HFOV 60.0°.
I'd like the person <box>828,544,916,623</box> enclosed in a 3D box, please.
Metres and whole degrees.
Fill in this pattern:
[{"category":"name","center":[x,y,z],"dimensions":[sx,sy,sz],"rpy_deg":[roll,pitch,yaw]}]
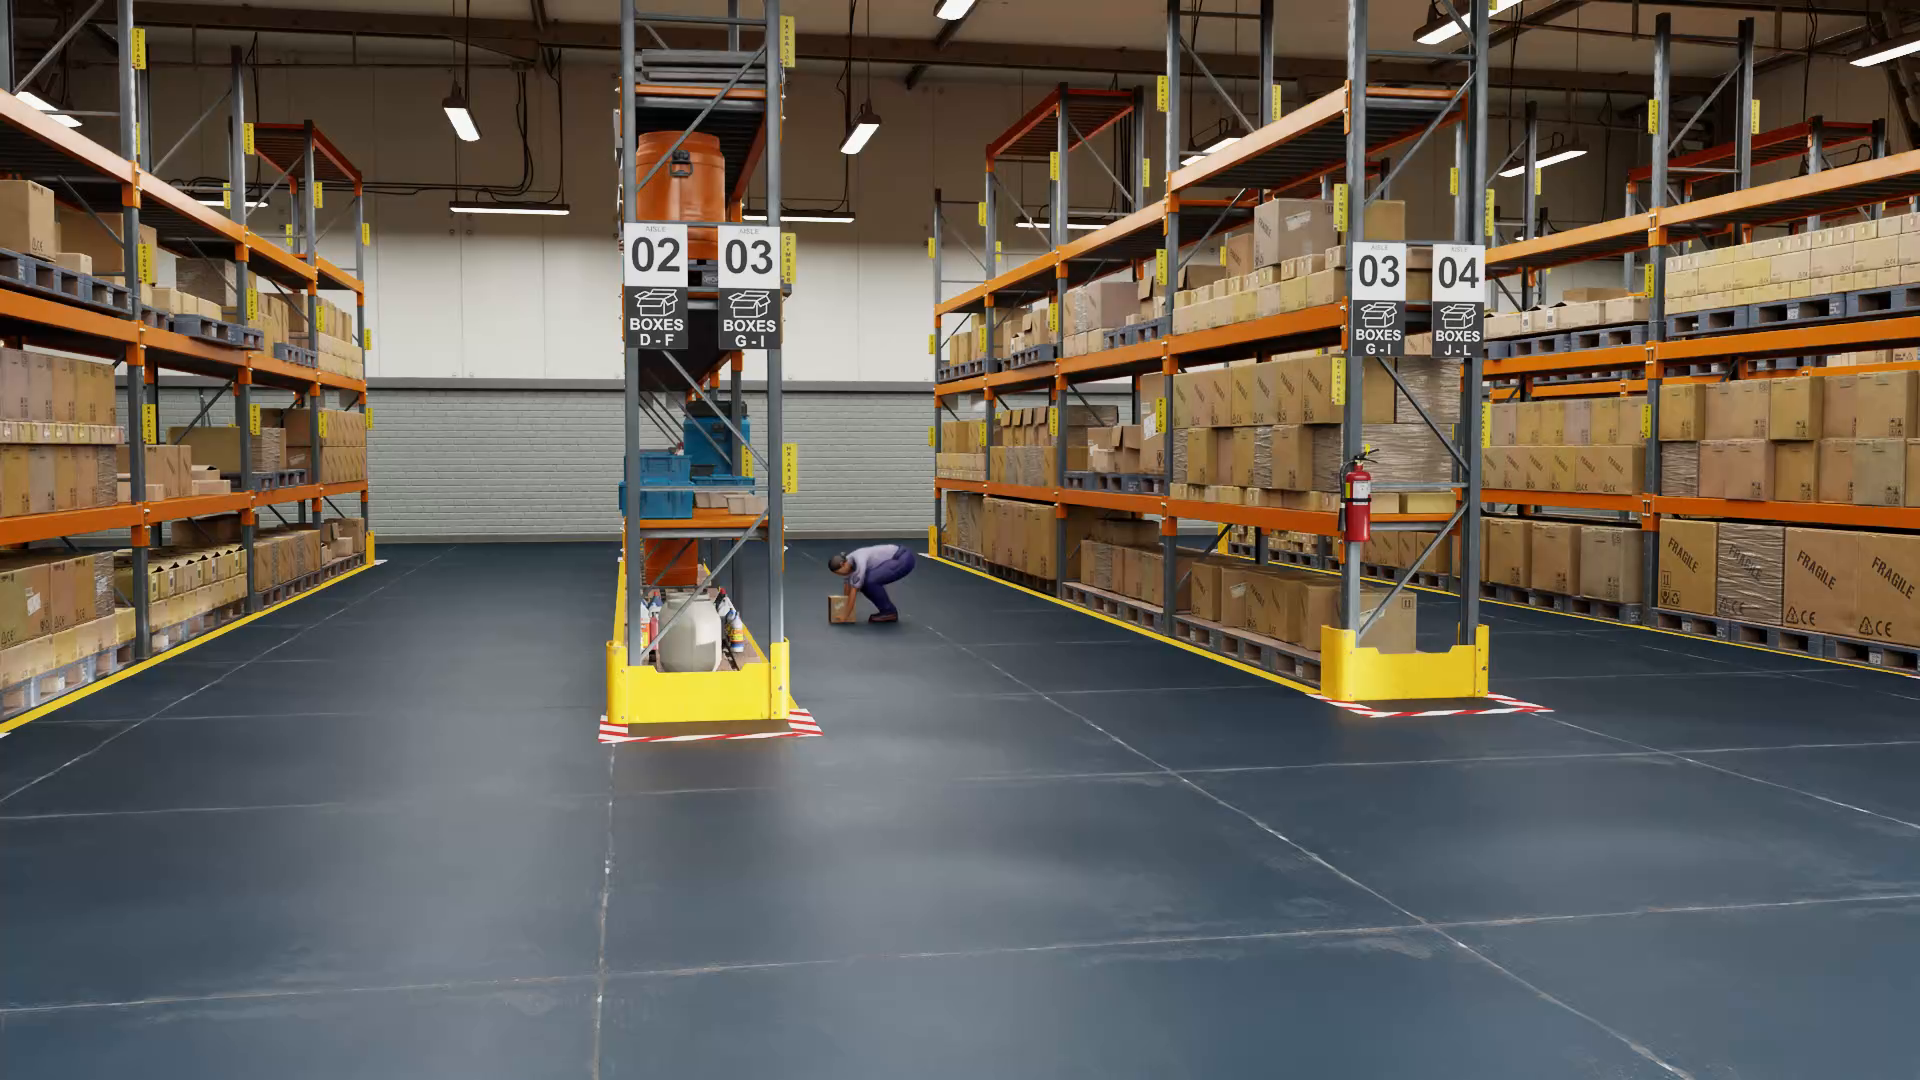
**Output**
[{"category":"person","center":[-0.912,0.447,17.124],"dimensions":[0.904,0.796,0.509],"rpy_deg":[-1,3,-14]}]
